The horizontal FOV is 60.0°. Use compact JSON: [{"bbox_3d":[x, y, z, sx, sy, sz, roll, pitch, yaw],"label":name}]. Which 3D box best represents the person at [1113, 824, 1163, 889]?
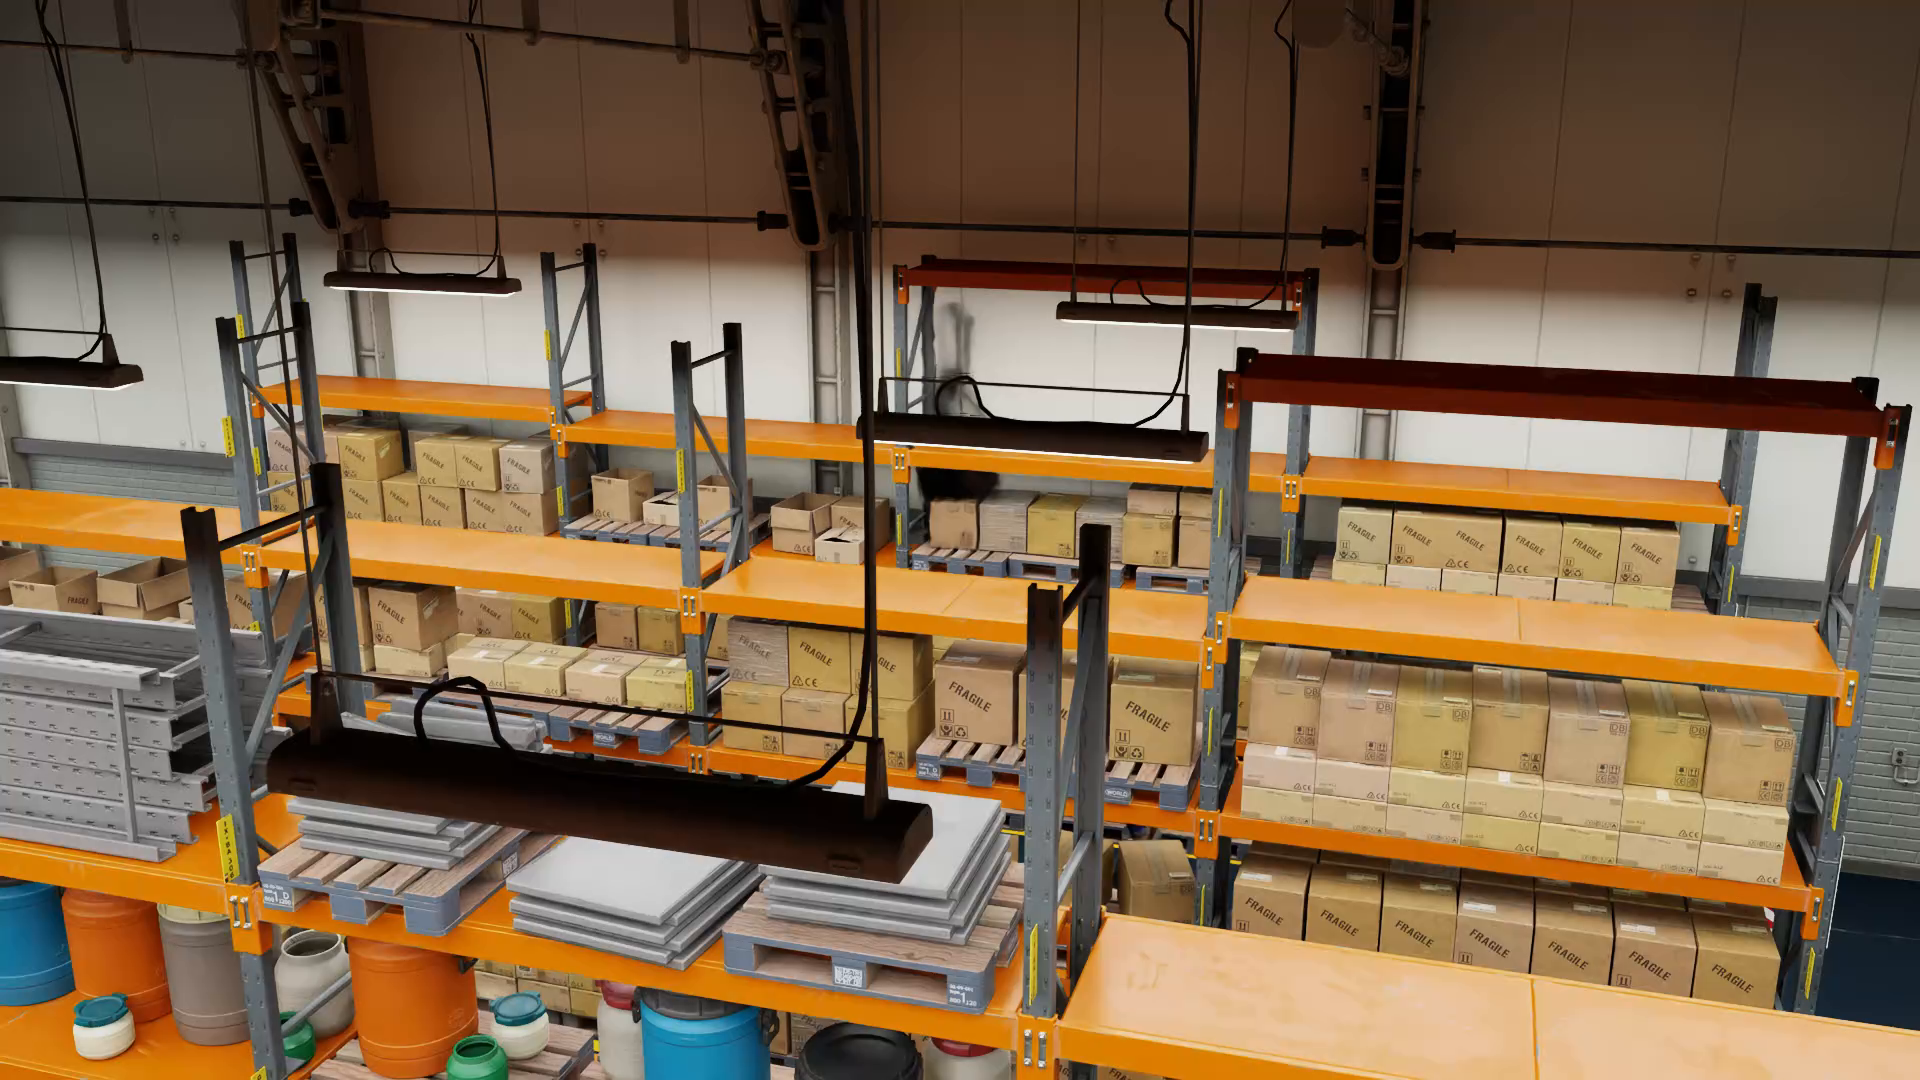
[{"bbox_3d":[1.725,2.837,15.289,0.923,1.686,0.577,4,17,13],"label":"person"}]
